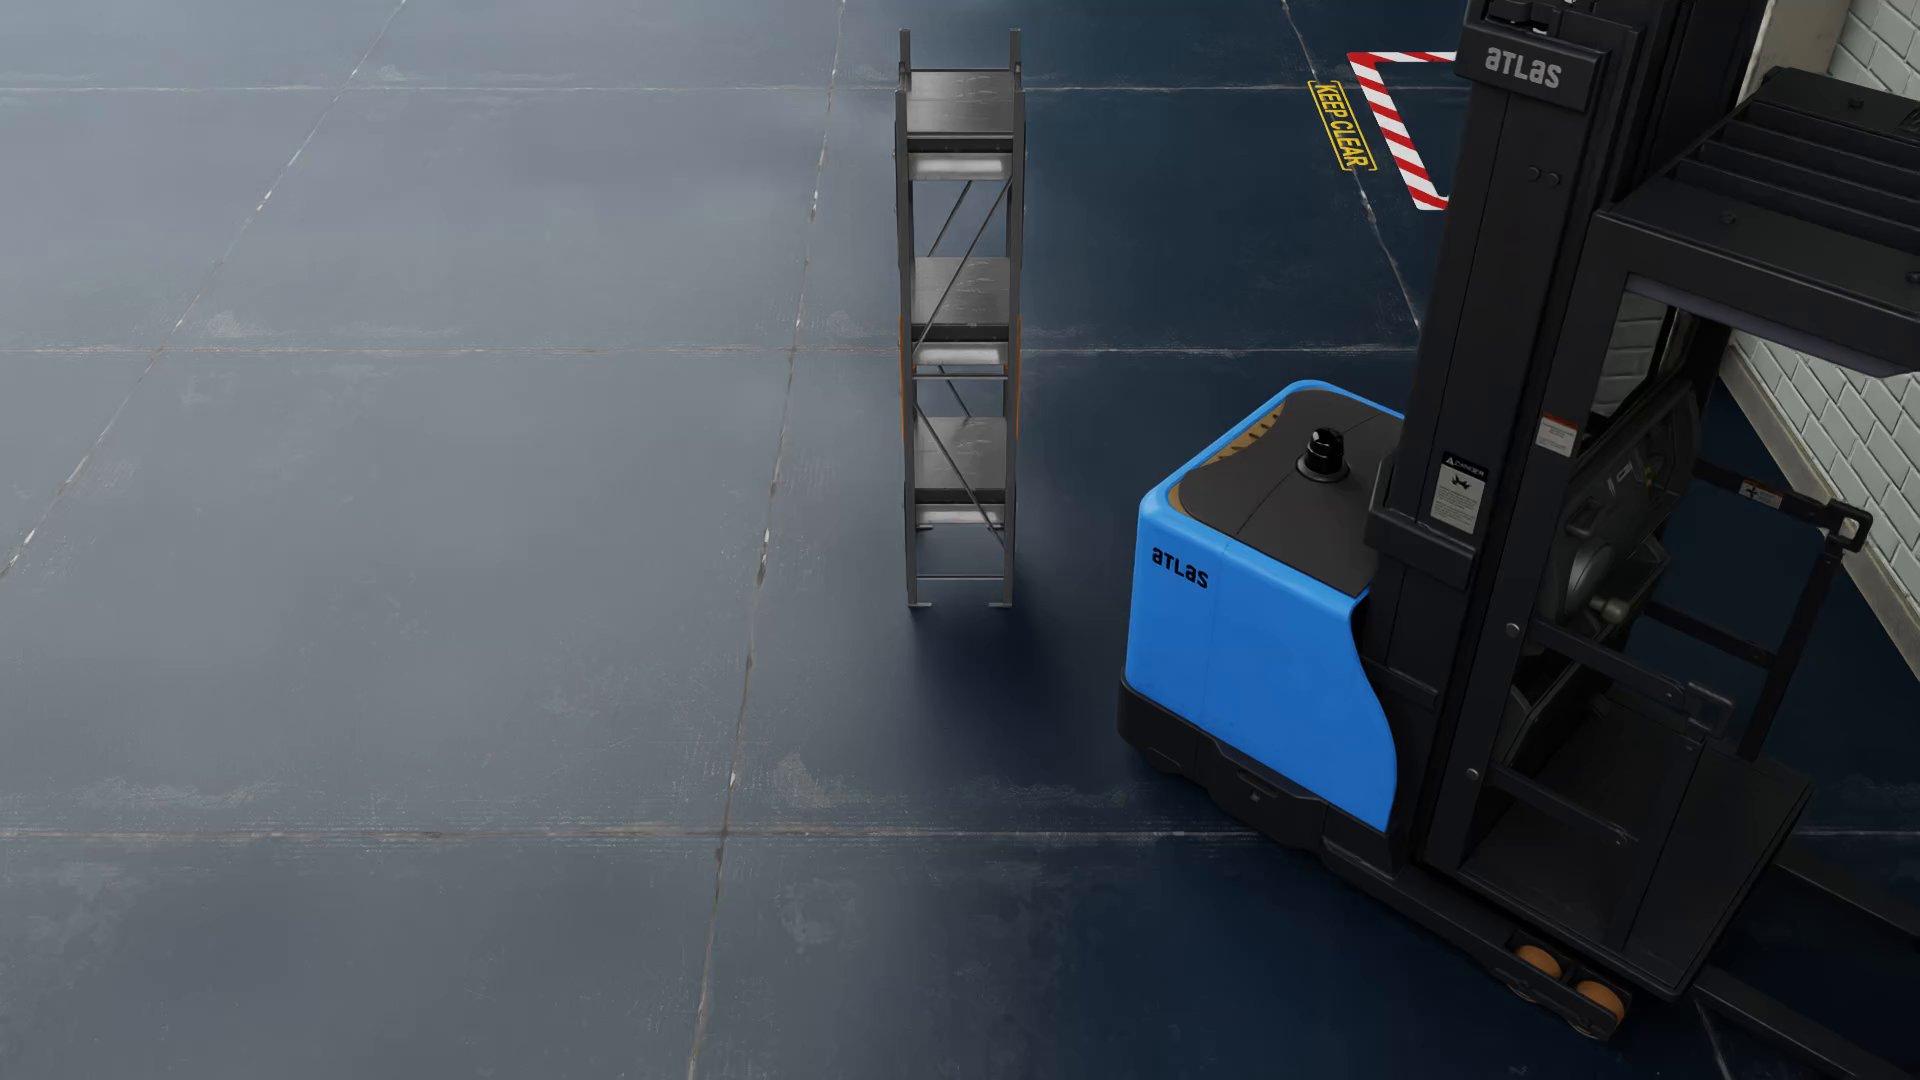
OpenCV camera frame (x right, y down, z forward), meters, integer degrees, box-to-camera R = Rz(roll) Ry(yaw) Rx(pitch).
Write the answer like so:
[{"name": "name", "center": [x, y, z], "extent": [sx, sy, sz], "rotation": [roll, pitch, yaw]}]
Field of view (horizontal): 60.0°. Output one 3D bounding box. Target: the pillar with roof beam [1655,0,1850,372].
[{"name": "pillar with roof beam", "center": [-0.906, -4.410, 5.057], "extent": [9.100, 9.000, 0.400], "rotation": [0, 39, 0]}]

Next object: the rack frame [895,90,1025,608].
[{"name": "rack frame", "center": [0.000, -0.563, 5.774], "extent": [0.400, 2.100, 0.015], "rotation": [0, 39, 0]}]

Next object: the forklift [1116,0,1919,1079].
[{"name": "forklift", "center": [1.986, -0.049, 4.468], "extent": [3.031, 2.935, 1.130], "rotation": [29, 47, 31]}]

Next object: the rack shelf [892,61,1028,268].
[{"name": "rack shelf", "center": [0.000, -1.251, 5.535], "extent": [0.431, 0.518, 0.480], "rotation": [0, 39, 0]}]

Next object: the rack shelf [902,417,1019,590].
[{"name": "rack shelf", "center": [0.000, -0.159, 6.410], "extent": [0.431, 0.518, 0.480], "rotation": [0, 39, 0]}]

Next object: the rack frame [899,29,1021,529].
[{"name": "rack frame", "center": [0.000, -0.868, 6.155], "extent": [0.400, 2.100, 0.015], "rotation": [0, 39, 0]}]

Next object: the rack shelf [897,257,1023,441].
[{"name": "rack shelf", "center": [0.000, -0.705, 5.973], "extent": [0.431, 0.518, 0.480], "rotation": [0, 39, 0]}]

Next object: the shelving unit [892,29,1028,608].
[{"name": "shelving unit", "center": [0.000, -0.716, 5.964], "extent": [0.431, 2.100, 0.503], "rotation": [0, 39, 0]}]
